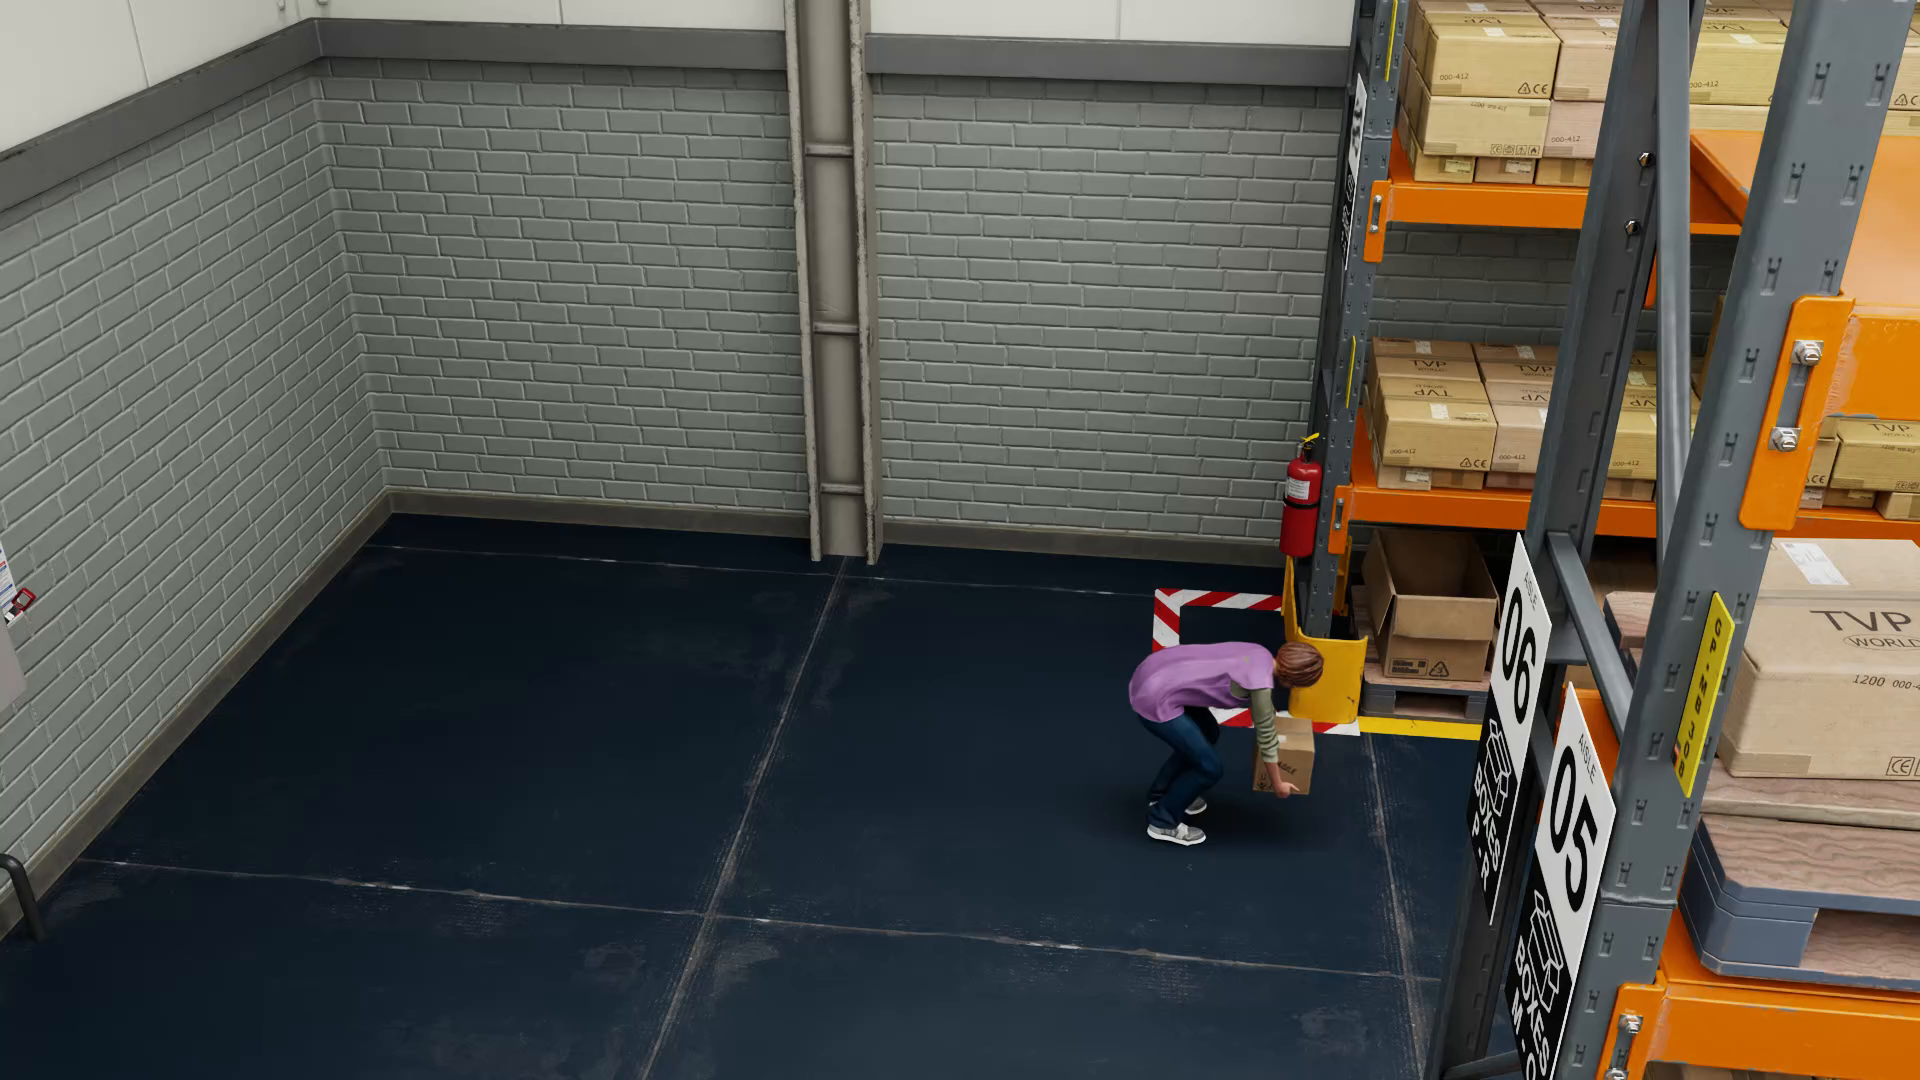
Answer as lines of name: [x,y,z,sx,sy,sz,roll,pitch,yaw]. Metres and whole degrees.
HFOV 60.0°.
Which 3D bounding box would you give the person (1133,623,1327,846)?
person: [1.198,0.860,7.572,0.842,1.115,0.401,2,29,4]
